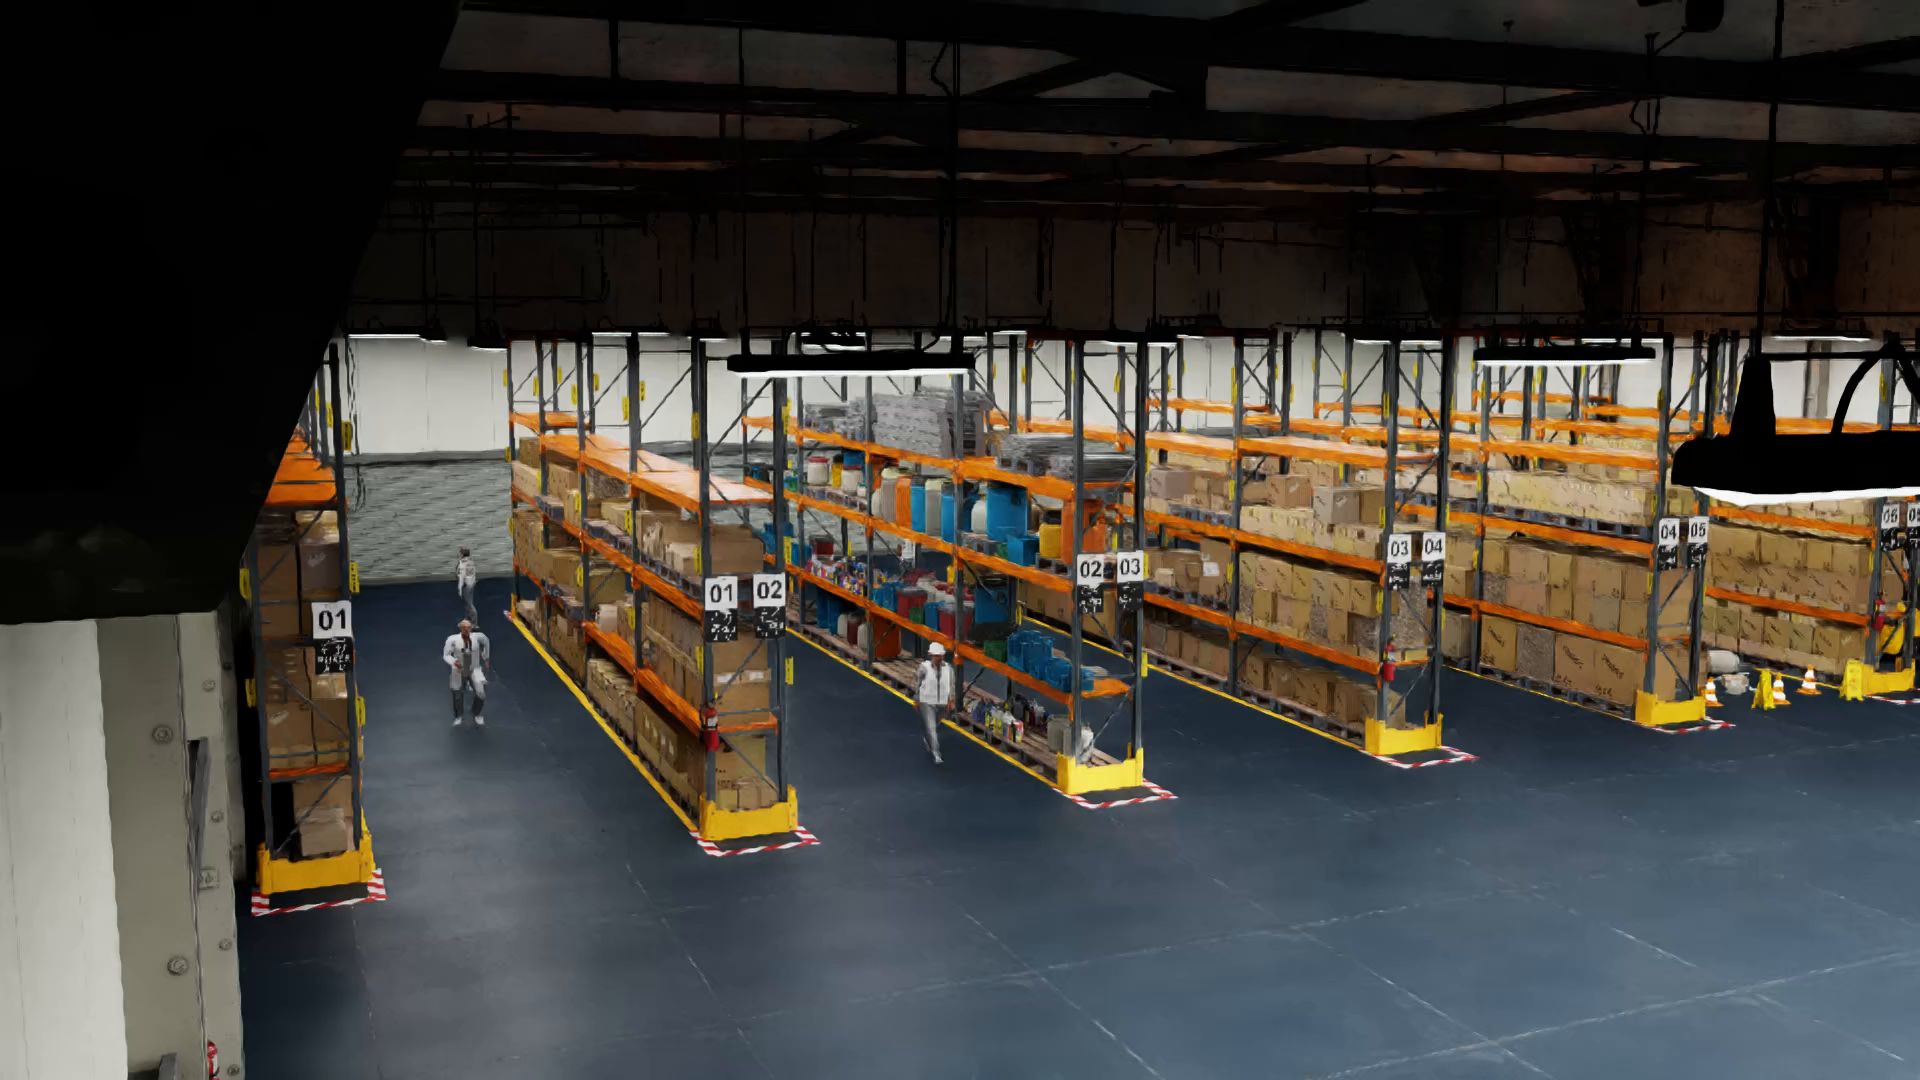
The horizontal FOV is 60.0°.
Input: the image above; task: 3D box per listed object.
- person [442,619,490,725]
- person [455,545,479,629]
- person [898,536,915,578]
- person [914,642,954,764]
[{"bbox_3d":[-7.551,2.033,25.489,0.712,1.705,0.884,-3,8,-18],"label":"person"},{"bbox_3d":[-9.946,0.950,33.478,0.537,1.654,0.572,1,8,5],"label":"person"},{"bbox_3d":[-1.129,0.371,37.547,0.566,1.704,1.122,-3,8,-21],"label":"person"},{"bbox_3d":[-0.342,2.271,23.655,0.543,1.700,1.119,-4,9,-25],"label":"person"}]
